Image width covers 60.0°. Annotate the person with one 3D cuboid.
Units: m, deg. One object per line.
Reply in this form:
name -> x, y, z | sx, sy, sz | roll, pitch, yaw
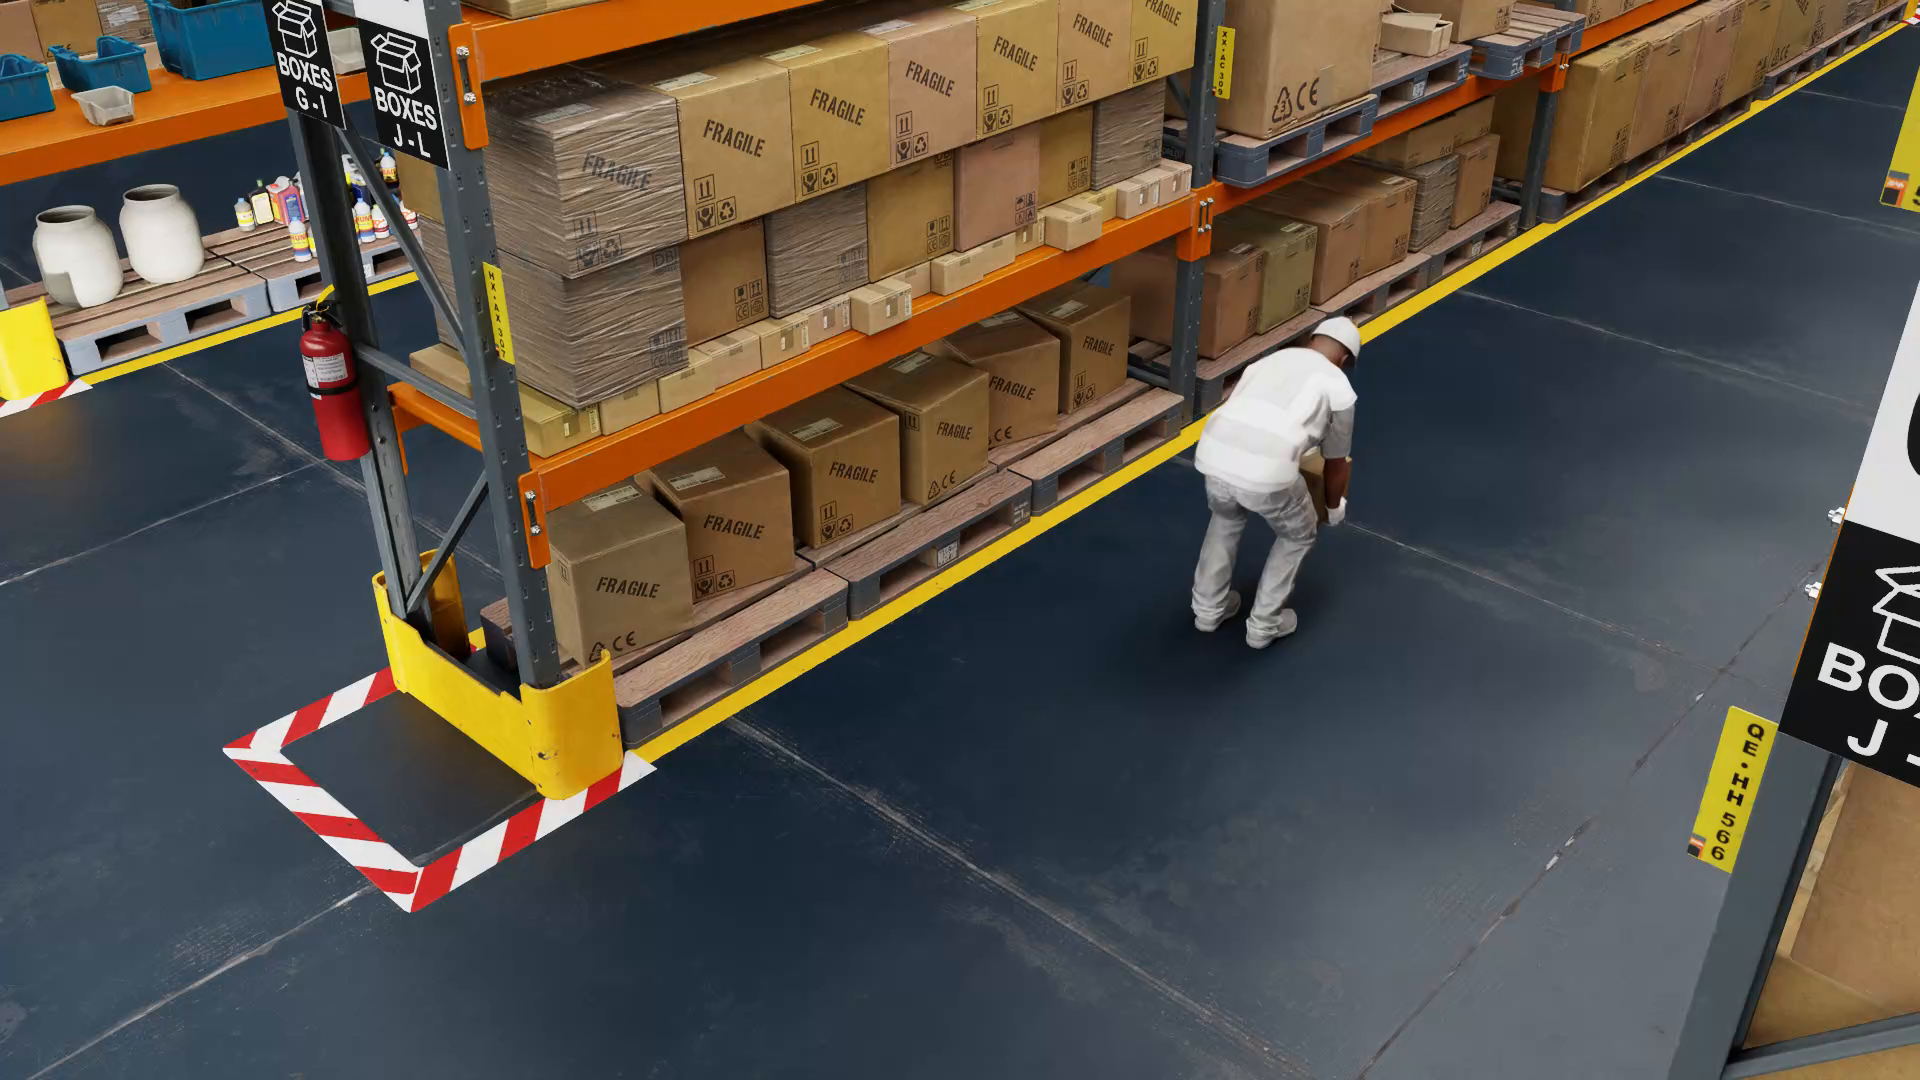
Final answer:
person -> 1.344, -0.240, 7.012 | 0.502, 1.265, 0.939 | 23, 38, 33
